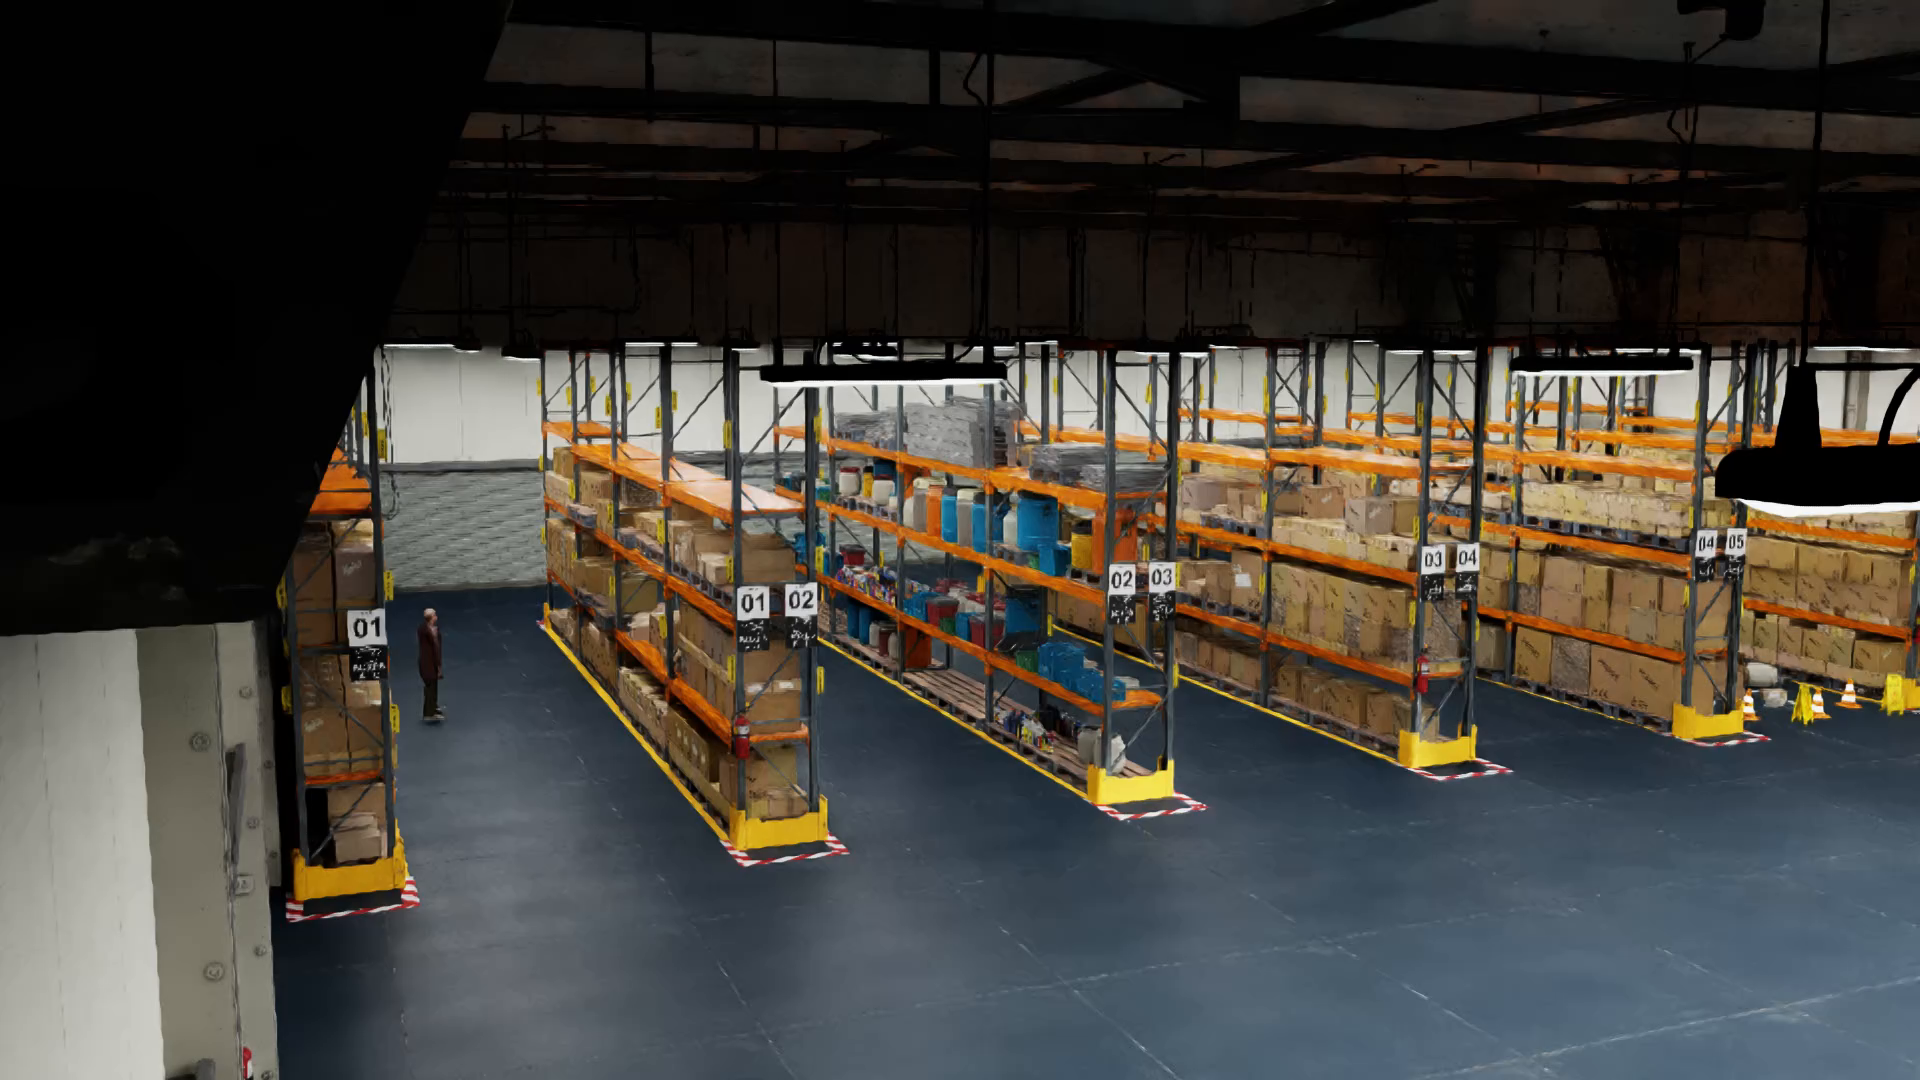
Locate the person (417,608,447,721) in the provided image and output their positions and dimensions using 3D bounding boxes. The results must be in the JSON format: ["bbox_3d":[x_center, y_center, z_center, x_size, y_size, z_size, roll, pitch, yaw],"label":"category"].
[{"bbox_3d":[-8.423,1.972,26.630,0.522,1.790,0.652,-6,10,-40],"label":"person"}]
